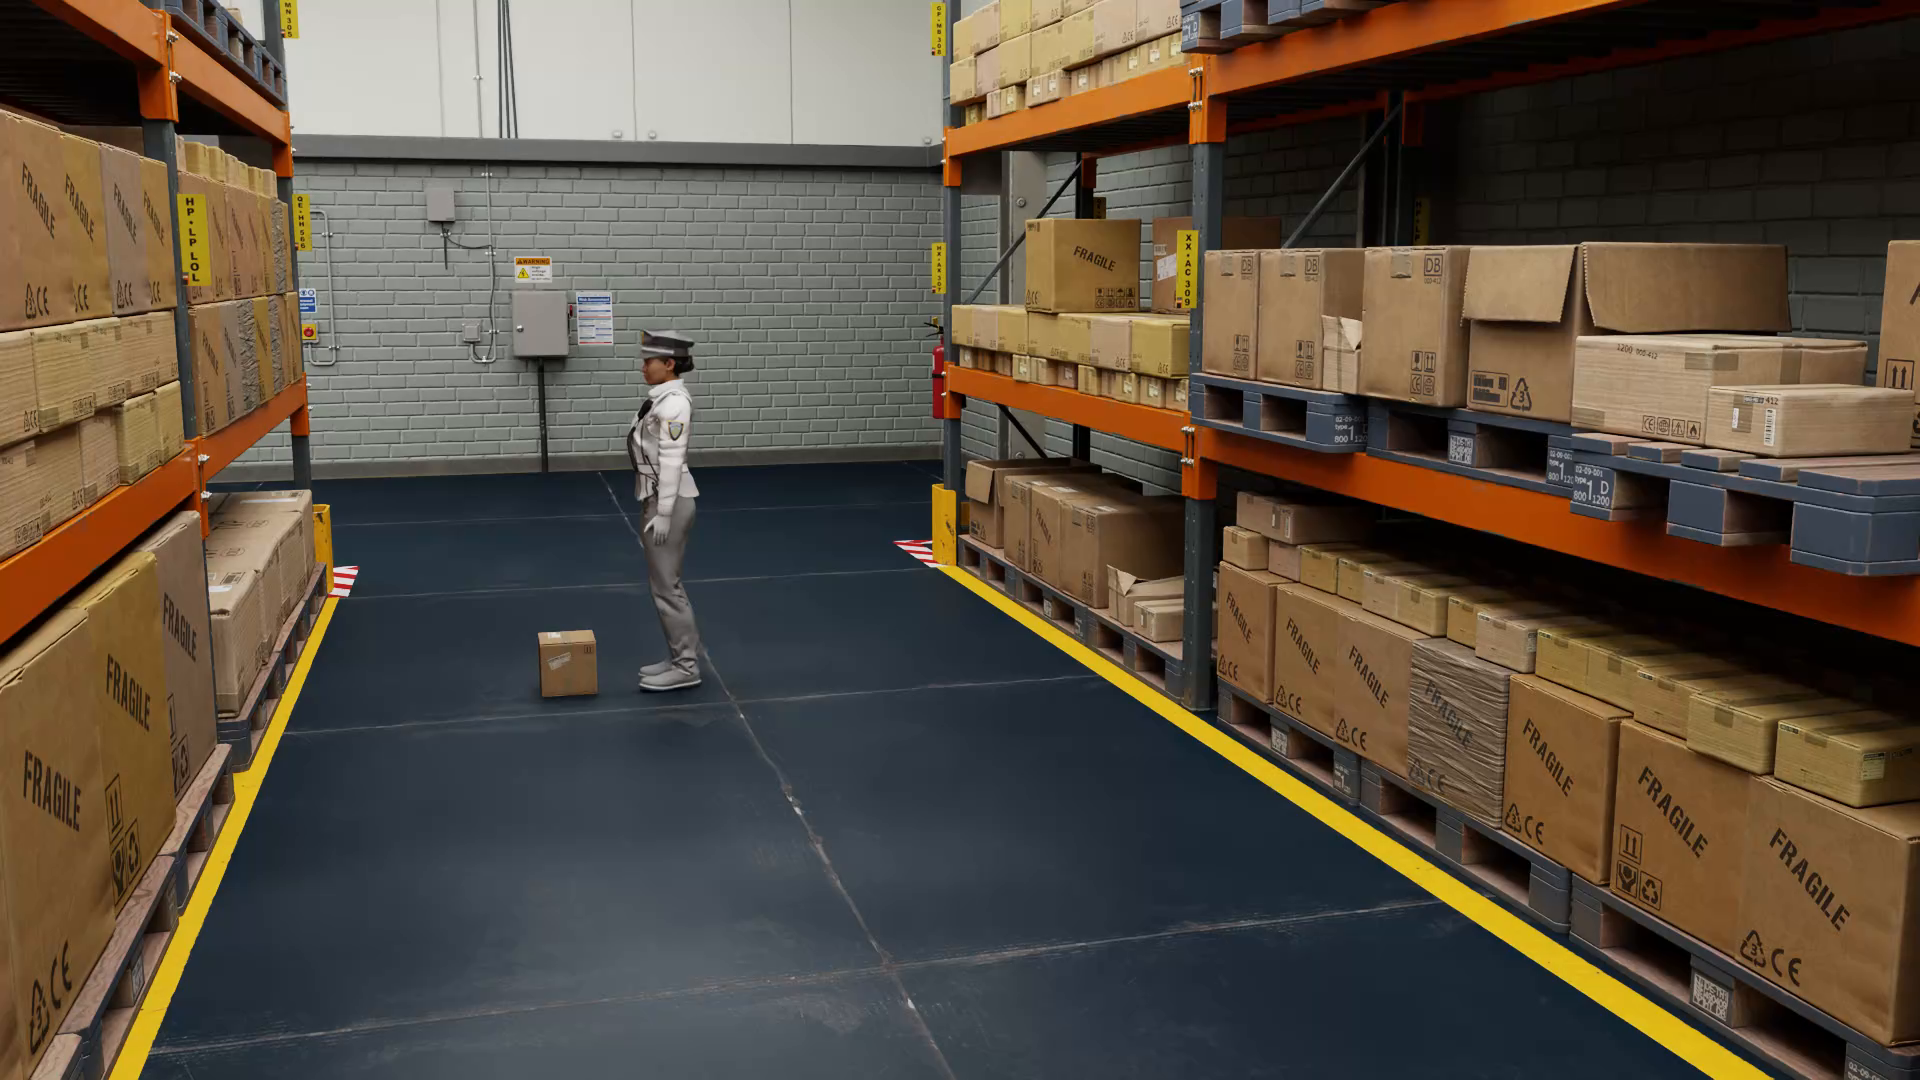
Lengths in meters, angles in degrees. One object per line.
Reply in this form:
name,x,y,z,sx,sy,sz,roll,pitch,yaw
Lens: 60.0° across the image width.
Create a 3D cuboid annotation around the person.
person,-1.372,-0.145,7.749,0.306,1.669,0.361,-2,10,-15
